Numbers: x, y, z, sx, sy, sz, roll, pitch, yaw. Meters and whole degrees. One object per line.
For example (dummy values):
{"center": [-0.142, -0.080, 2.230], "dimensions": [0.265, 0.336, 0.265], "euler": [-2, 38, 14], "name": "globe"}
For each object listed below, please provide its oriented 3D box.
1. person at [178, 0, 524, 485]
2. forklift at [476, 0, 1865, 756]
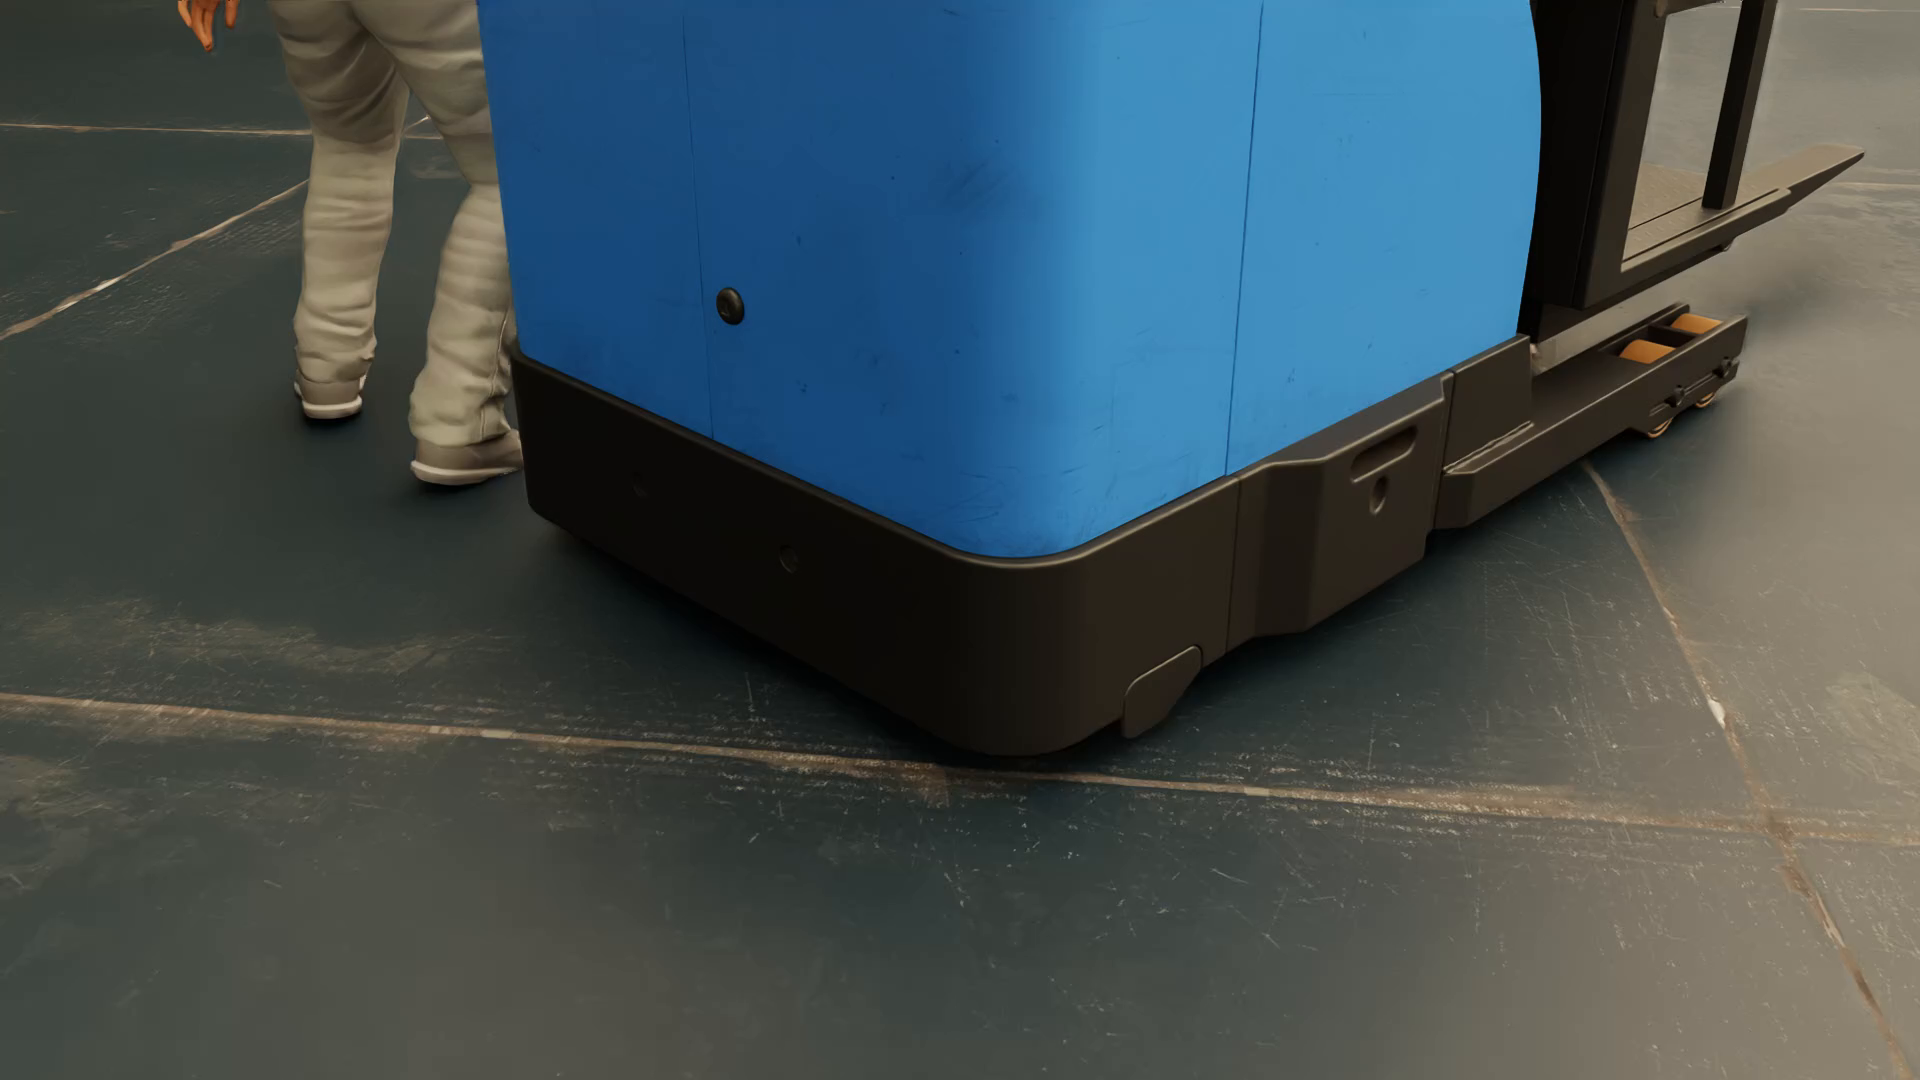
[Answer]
{"center": [-0.881, -0.904, 2.550], "dimensions": [0.821, 1.642, 0.481], "euler": [14, 30, 25], "name": "person"}
{"center": [0.755, -1.630, 2.484], "dimensions": [1.130, 2.935, 3.031], "euler": [24, 35, 39], "name": "forklift"}
